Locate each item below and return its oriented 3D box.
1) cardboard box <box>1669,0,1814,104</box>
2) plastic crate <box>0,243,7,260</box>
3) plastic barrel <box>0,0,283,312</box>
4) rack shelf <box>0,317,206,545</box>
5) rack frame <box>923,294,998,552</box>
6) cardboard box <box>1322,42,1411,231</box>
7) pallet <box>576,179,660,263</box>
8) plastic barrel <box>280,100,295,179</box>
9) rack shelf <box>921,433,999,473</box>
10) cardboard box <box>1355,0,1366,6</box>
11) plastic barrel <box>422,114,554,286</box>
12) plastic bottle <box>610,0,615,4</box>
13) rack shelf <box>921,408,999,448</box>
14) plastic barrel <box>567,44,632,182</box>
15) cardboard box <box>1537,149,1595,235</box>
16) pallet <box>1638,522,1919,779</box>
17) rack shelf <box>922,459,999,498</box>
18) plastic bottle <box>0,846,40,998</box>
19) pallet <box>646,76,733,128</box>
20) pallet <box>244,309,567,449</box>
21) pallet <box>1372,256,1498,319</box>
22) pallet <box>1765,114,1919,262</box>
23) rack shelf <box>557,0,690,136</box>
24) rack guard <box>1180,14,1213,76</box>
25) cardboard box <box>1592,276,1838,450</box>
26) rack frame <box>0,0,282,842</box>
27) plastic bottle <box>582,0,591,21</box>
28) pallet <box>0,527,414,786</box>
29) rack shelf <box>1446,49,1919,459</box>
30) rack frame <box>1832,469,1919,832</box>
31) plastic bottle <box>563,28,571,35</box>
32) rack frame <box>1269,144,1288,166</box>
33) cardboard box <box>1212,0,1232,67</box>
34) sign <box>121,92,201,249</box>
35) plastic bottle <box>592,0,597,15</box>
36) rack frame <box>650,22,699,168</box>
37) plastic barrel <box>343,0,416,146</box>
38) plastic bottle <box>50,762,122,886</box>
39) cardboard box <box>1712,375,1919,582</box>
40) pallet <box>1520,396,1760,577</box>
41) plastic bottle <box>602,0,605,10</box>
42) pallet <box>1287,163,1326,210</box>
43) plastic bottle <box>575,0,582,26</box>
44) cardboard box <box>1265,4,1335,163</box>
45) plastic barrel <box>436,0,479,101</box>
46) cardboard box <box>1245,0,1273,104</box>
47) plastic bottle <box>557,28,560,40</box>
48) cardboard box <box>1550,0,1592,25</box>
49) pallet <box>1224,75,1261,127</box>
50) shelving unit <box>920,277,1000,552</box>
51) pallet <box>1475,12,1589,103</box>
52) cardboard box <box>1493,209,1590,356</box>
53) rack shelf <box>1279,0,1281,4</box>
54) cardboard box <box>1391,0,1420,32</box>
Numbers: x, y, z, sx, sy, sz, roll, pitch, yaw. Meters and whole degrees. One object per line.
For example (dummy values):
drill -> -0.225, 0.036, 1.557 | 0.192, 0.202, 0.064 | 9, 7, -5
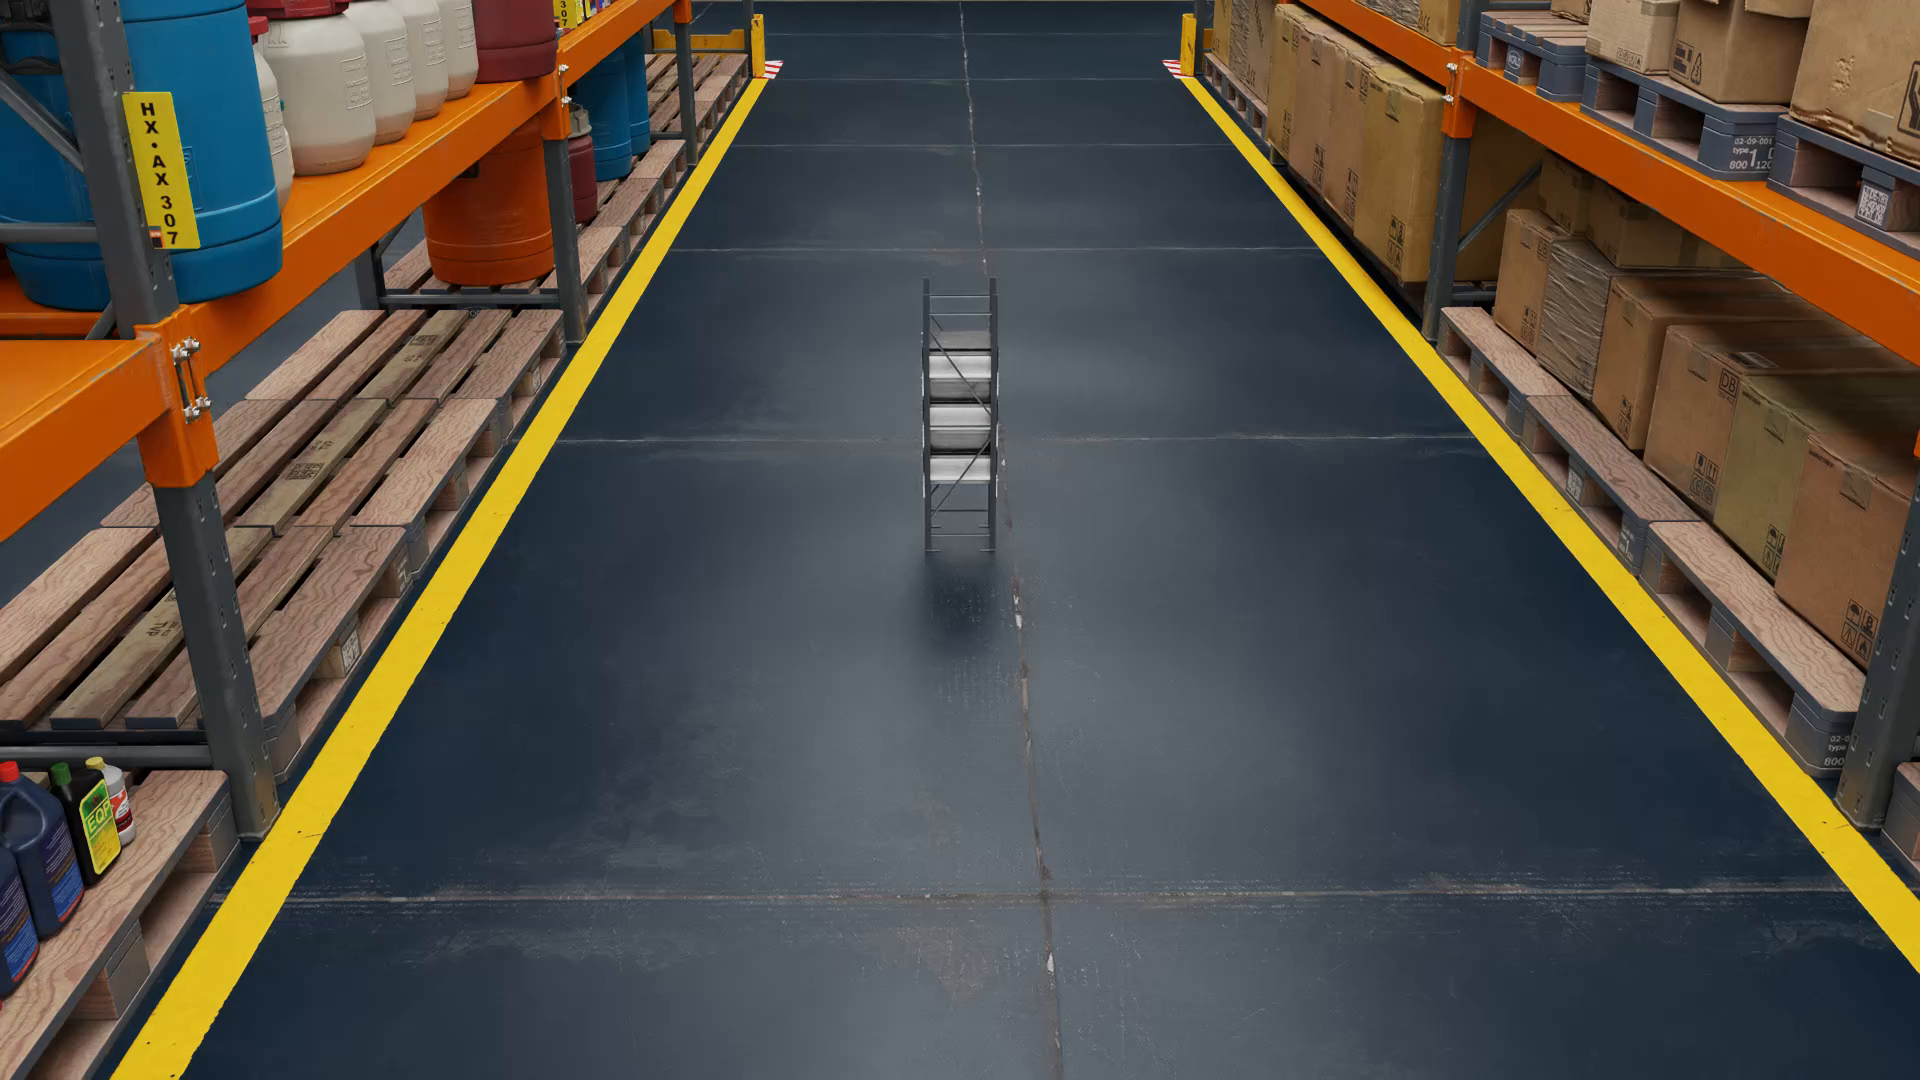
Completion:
cardboard box -> 2.622, -1.620, 5.057 | 0.797, 0.503, 0.637 | 2, 24, 5
plastic crate -> -2.530, -0.873, 3.962 | 0.402, 0.464, 0.583 | 0, 24, -1
plastic barrel -> -1.920, -1.035, 3.789 | 0.600, 0.901, 0.708 | 0, 24, -1
rack shelf -> -2.197, 0.506, 1.863 | 1.077, 0.370, 4.000 | 0, 24, -1
rack frame -> 0.001, -0.371, 5.479 | 0.240, 0.900, 0.006 | 0, 24, -1
cardboard box -> 2.701, -2.191, 9.023 | 1.225, 0.875, 0.875 | 0, 24, 0
pallet -> -2.323, -1.849, 9.583 | 1.003, 0.211, 1.213 | 0, 24, -1
plastic barrel -> -2.080, -1.129, 4.773 | 0.301, 0.262, 0.301 | 0, 24, 0
rack shelf -> 0.000, -0.301, 5.623 | 0.258, 0.077, 0.200 | 0, 24, -1
cardboard box -> 2.424, -3.193, 9.049 | 0.500, 0.500, 0.500 | 0, 24, 0
plastic barrel -> -2.285, -1.698, 7.988 | 0.600, 0.830, 0.708 | 0, 24, -1
plastic bottle -> -1.957, -3.088, 8.999 | 0.144, 0.351, 0.185 | 0, 24, -1
rack shelf -> 0.000, -0.383, 5.586 | 0.258, 0.077, 0.200 | 0, 24, -1
plastic barrel -> -2.310, -2.661, 10.031 | 0.600, 0.901, 0.708 | 0, 24, -1
cardboard box -> 2.727, -1.443, 6.891 | 0.500, 0.250, 0.500 | 1, 24, 2
pallet -> 2.724, 0.282, 4.871 | 1.003, 0.211, 1.213 | 0, 24, -1
rack shelf -> 0.000, -0.219, 5.660 | 0.258, 0.077, 0.200 | 0, 24, -1
plastic bottle -> -1.922, 0.704, 3.234 | 0.144, 0.351, 0.185 | -1, 24, -3
pallet -> -2.369, -3.478, 13.185 | 1.003, 0.211, 1.213 | 0, 24, -1
pallet -> -2.293, -0.704, 7.050 | 1.003, 0.211, 1.213 | 0, 24, -1
pallet -> 2.757, -1.371, 8.525 | 1.003, 0.211, 1.213 | 0, 24, -1
pallet -> 2.871, -0.896, 4.324 | 1.003, 0.211, 1.213 | 0, 24, -1
rack shelf -> -2.284, -2.790, 9.152 | 1.077, 0.370, 4.000 | 0, 24, -1
rack guard -> 2.603, -4.484, 15.057 | 1.175, 0.500, 0.348 | 0, 24, -1
cardboard box -> 2.749, -0.640, 6.024 | 0.700, 0.500, 0.500 | 2, 24, 4
rack frame -> -2.219, -0.646, 3.537 | 1.000, 3.000, 0.127 | 0, 24, -1
plastic bottle -> -1.907, -2.762, 8.358 | 0.061, 0.283, 0.133 | 0, 24, -1
pallet -> -2.266, 0.302, 4.827 | 1.003, 0.211, 1.213 | 0, 24, -1
rack shelf -> 2.712, -1.164, 5.557 | 1.077, 0.370, 4.000 | 0, 24, -1
rack frame -> 2.734, -0.668, 3.587 | 1.000, 3.000, 0.127 | 0, 24, -1
plastic bottle -> -1.902, -2.556, 7.903 | 0.061, 0.283, 0.133 | 0, 24, -1
rack frame -> 2.647, -3.964, 10.875 | 1.000, 3.000, 0.127 | 0, 24, -1
cardboard box -> 2.690, -4.573, 14.289 | 0.875, 0.875, 0.875 | 0, 24, -1
sign -> -1.669, -0.770, 3.476 | 0.100, 0.325, 0.005 | 0, 24, -1
plastic bottle -> -1.928, -2.844, 8.554 | 0.097, 0.271, 0.097 | 0, 24, 0
rack frame -> -2.306, -3.942, 10.826 | 1.000, 3.000, 0.127 | 0, 24, -1
plastic barrel -> -2.023, -1.583, 5.446 | 0.433, 0.535, 0.433 | 0, 24, 0
plastic bottle -> -1.884, 0.588, 3.571 | 0.061, 0.283, 0.133 | 1, 24, 2
cardboard box -> 2.762, -0.179, 5.005 | 0.700, 0.500, 0.500 | 0, 24, -1
pallet -> 2.708, -0.222, 5.985 | 1.003, 0.211, 1.213 | 0, 24, -1
plastic bottle -> -1.930, -2.939, 8.764 | 0.097, 0.271, 0.097 | 0, 24, 0
pallet -> 2.730, -2.376, 10.748 | 1.003, 0.211, 1.213 | 0, 24, -1
plastic bottle -> -1.905, -2.667, 8.147 | 0.061, 0.283, 0.133 | 0, 24, -1
cardboard box -> 2.674, -2.924, 10.644 | 1.225, 0.875, 0.875 | 0, 24, 0
plastic barrel -> -2.038, -1.922, 6.224 | 0.421, 0.512, 0.421 | 0, 24, 0
cardboard box -> 2.709, -3.831, 12.649 | 0.875, 0.875, 0.875 | 0, 24, -1
plastic bottle -> -1.918, -2.463, 7.712 | 0.097, 0.271, 0.097 | 0, 24, 0
cardboard box -> 2.736, -2.331, 6.632 | 0.500, 0.500, 0.500 | -3, 25, -7
pallet -> 2.700, -3.511, 13.258 | 1.003, 0.211, 1.213 | 0, 24, -1
shelving unit -> 0.000, -0.413, 5.572 | 0.258, 0.900, 0.210 | 0, 24, -1
pallet -> 2.804, -1.936, 6.622 | 1.213, 0.211, 1.003 | 0, 24, -1
cardboard box -> 2.717, -1.102, 7.045 | 0.700, 0.500, 0.500 | -2, 24, -3
rack shelf -> 2.625, -4.461, 12.846 | 1.077, 0.370, 4.000 | 0, 24, -1
cardboard box -> 2.437, -2.769, 8.112 | 0.500, 0.500, 0.500 | 0, 24, -1
